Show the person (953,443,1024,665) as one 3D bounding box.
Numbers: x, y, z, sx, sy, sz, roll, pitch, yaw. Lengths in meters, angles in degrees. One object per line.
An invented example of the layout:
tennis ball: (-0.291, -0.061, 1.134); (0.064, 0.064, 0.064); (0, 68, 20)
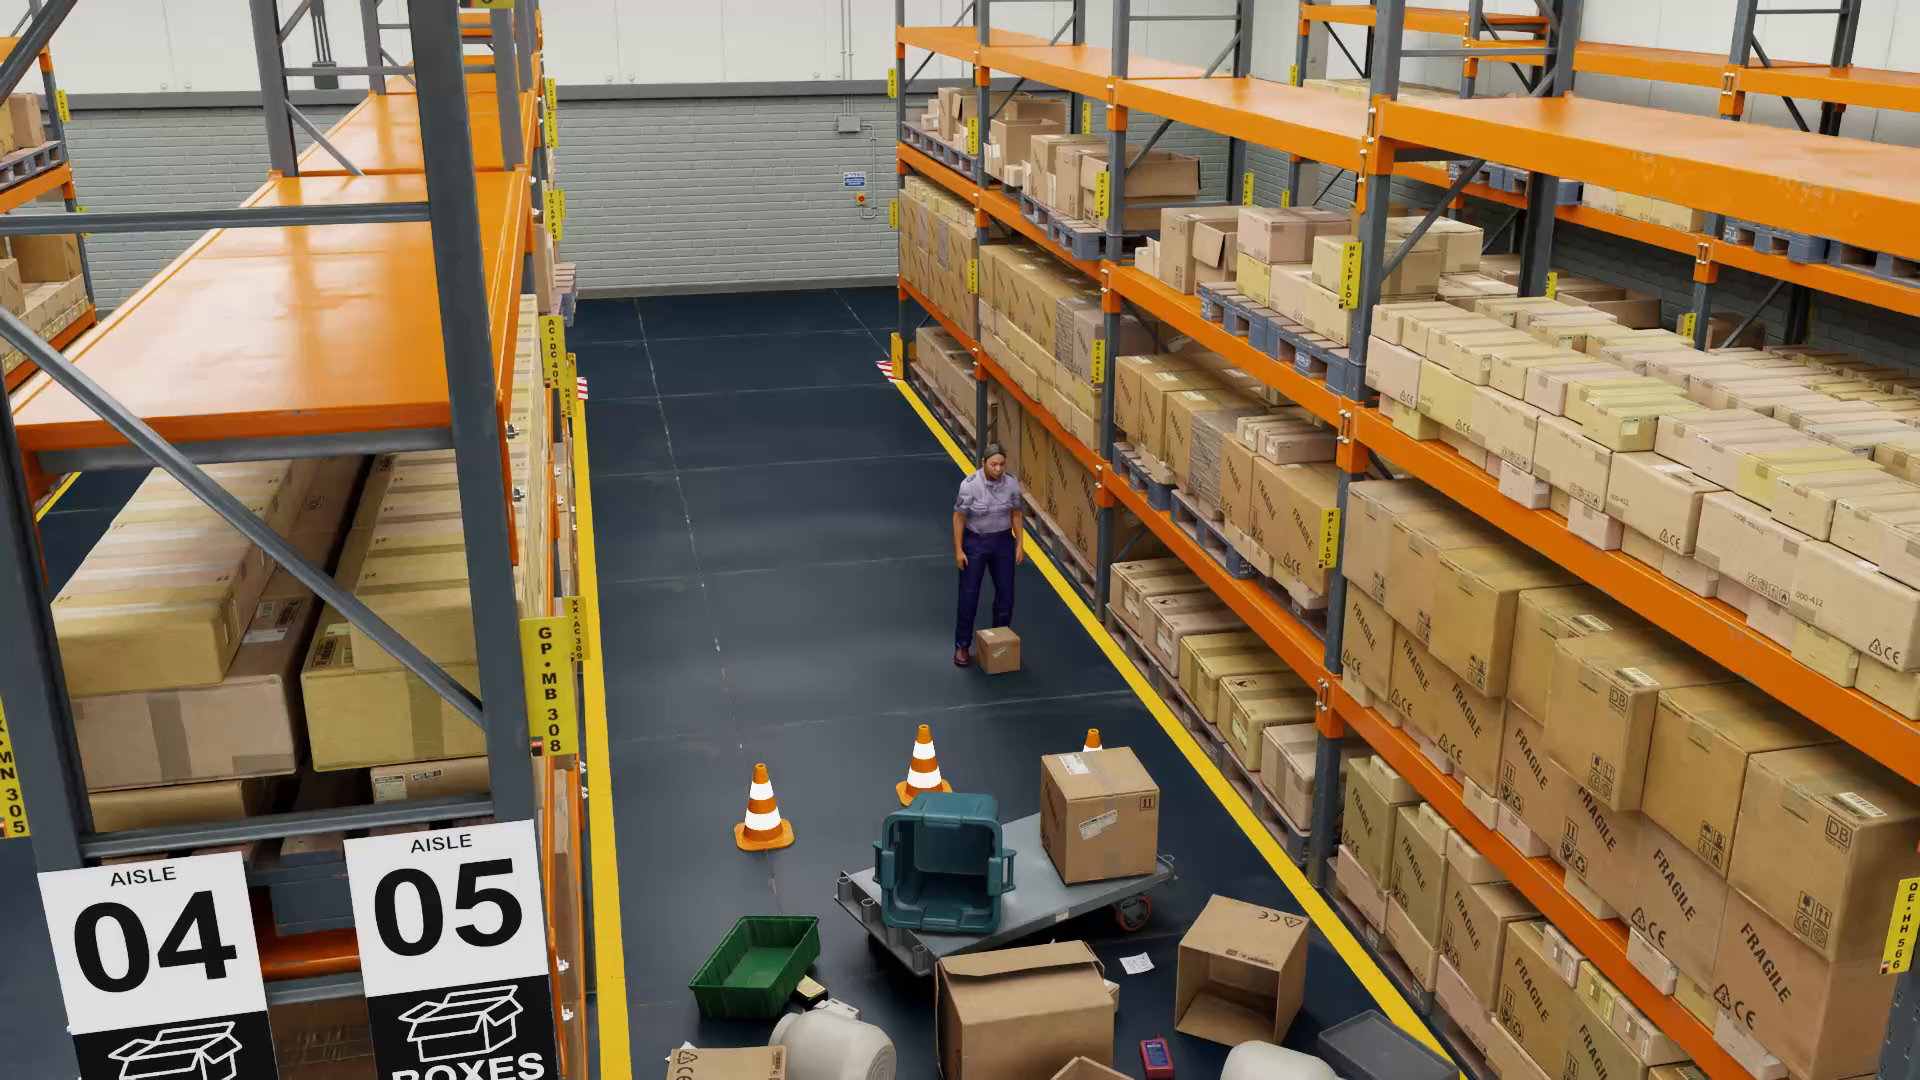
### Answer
person: (0.196, 0.073, 12.152); (0.559, 1.652, 0.365); (-6, 21, -16)
